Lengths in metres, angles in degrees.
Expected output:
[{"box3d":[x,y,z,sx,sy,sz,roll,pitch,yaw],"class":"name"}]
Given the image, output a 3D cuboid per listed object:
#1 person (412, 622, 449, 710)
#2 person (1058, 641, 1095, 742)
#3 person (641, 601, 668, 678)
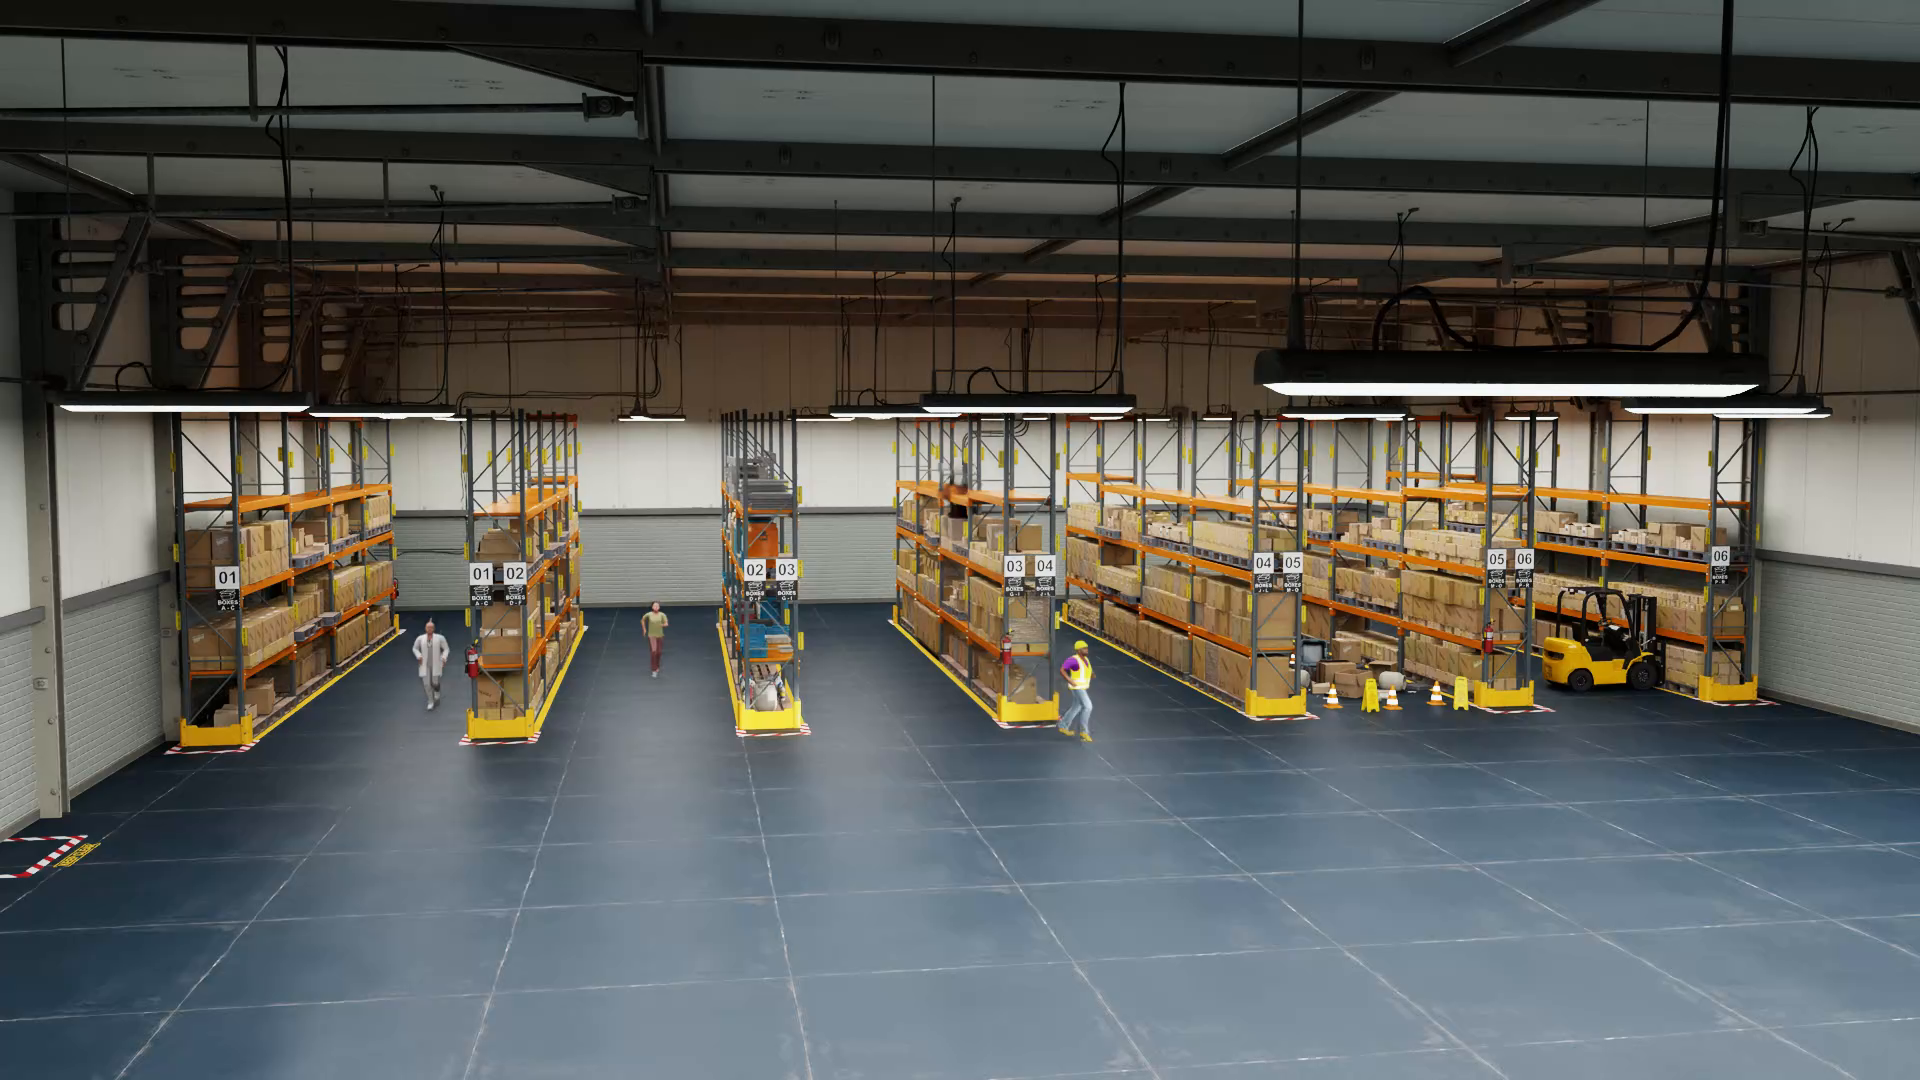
[{"box3d":[-10.691,2.626,33.596,0.712,1.534,0.652,-1,4,-12],"class":"person"},{"box3d":[2.151,2.736,30.211,0.725,1.831,0.723,2,4,27],"class":"person"},{"box3d":[-6.938,2.241,37.899,0.549,1.726,0.756,-2,4,-25],"class":"person"}]
